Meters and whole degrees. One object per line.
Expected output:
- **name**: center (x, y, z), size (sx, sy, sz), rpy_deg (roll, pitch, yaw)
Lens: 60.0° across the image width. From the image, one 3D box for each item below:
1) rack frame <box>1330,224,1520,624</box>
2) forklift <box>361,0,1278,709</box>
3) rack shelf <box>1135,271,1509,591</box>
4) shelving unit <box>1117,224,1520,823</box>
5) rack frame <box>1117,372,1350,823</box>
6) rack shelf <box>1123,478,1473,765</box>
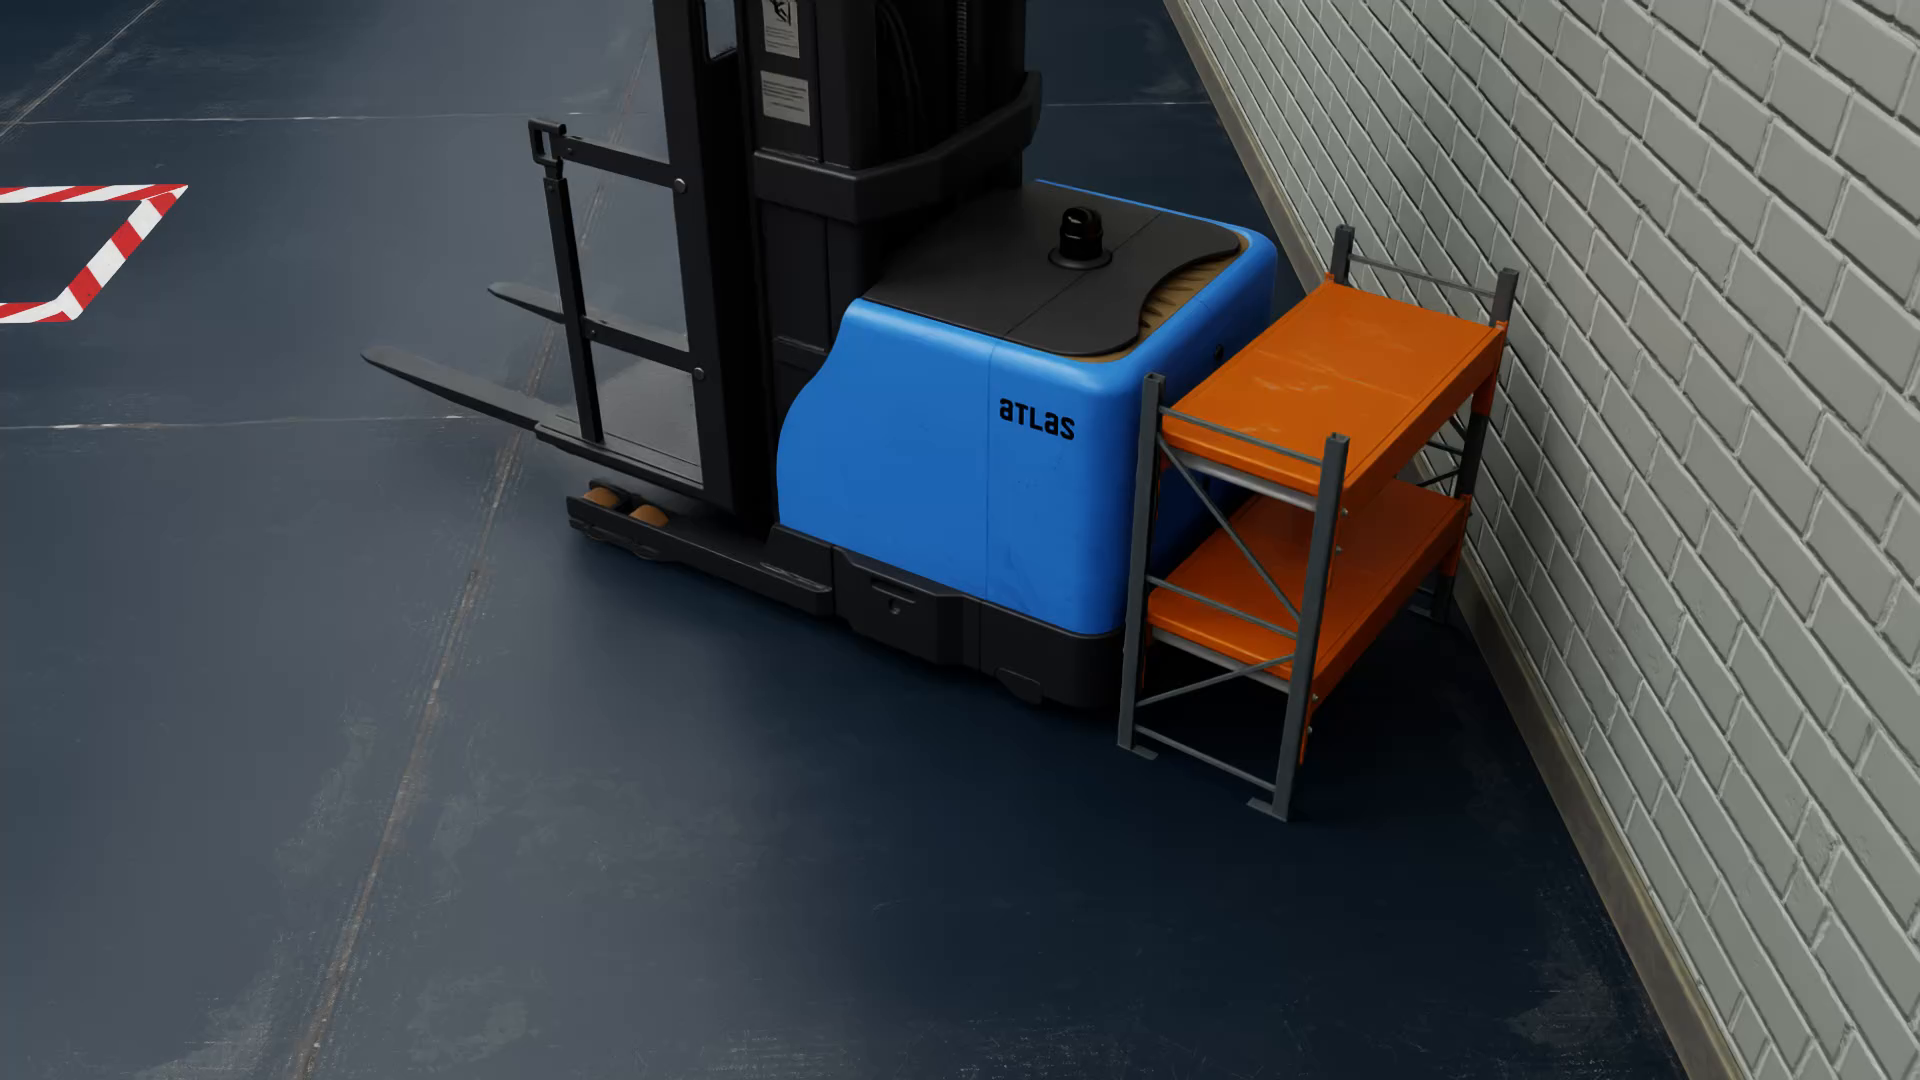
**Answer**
- **rack frame**: center (1.227, -0.305, 4.702), size (0.500, 1.125, 0.032), rpy_deg (22, 40, 29)
- **forklift**: center (-0.631, -1.378, 4.665), size (3.031, 2.935, 1.130), rpy_deg (19, 39, 26)
- **rack shelf**: center (0.930, -0.311, 4.197), size (0.538, 0.278, 1.000), rpy_deg (22, 40, 29)
- **shelving unit**: center (0.930, -0.070, 4.363), size (0.538, 1.125, 1.048), rpy_deg (22, 40, 29)
- **rack frame**: center (0.632, 0.164, 4.024), size (0.500, 1.125, 0.032), rpy_deg (22, 40, 29)
- **rack shelf**: center (0.930, 0.131, 4.502), size (0.538, 0.278, 1.000), rpy_deg (22, 40, 29)
